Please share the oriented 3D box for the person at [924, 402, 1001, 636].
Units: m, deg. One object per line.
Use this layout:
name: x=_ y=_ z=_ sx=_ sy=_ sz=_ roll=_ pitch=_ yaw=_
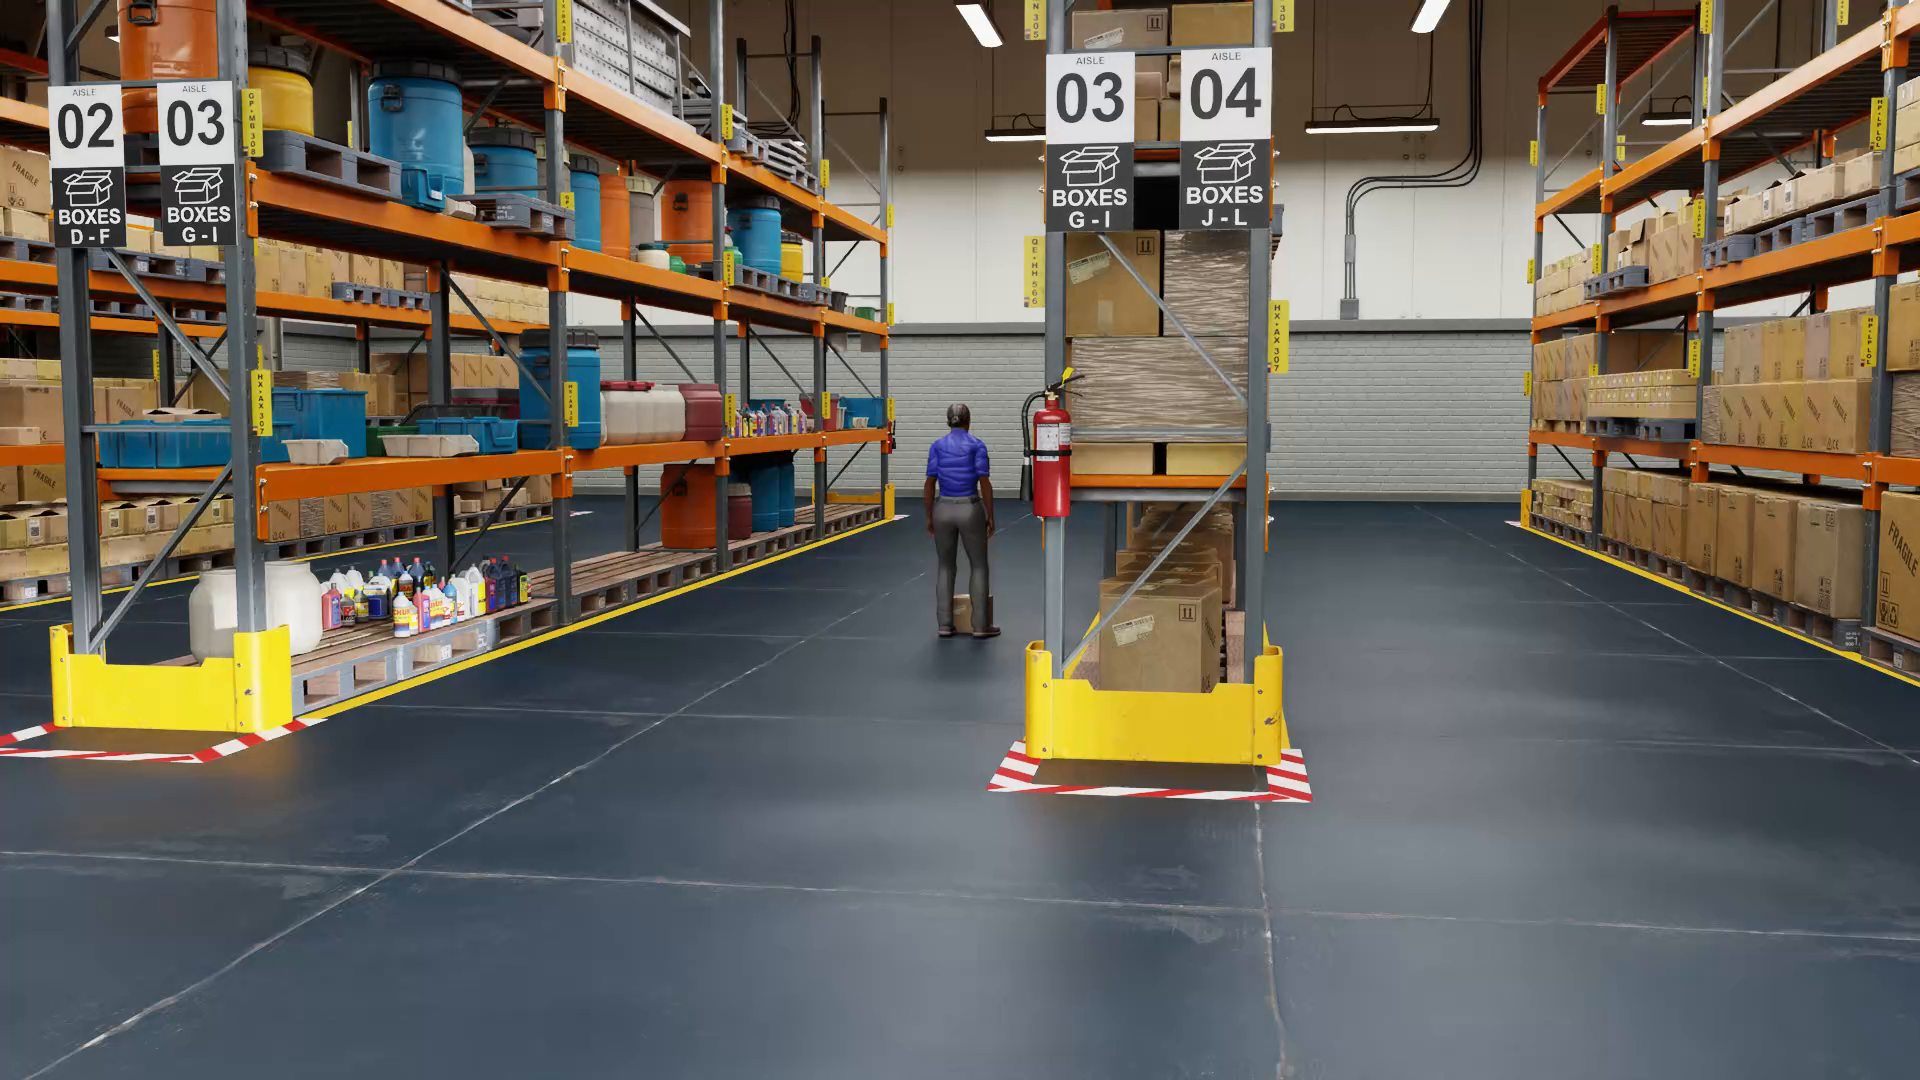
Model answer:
person: x=0.010 y=-0.148 z=11.771 sx=0.532 sy=1.655 sz=0.346 roll=1 pitch=5 yaw=15
